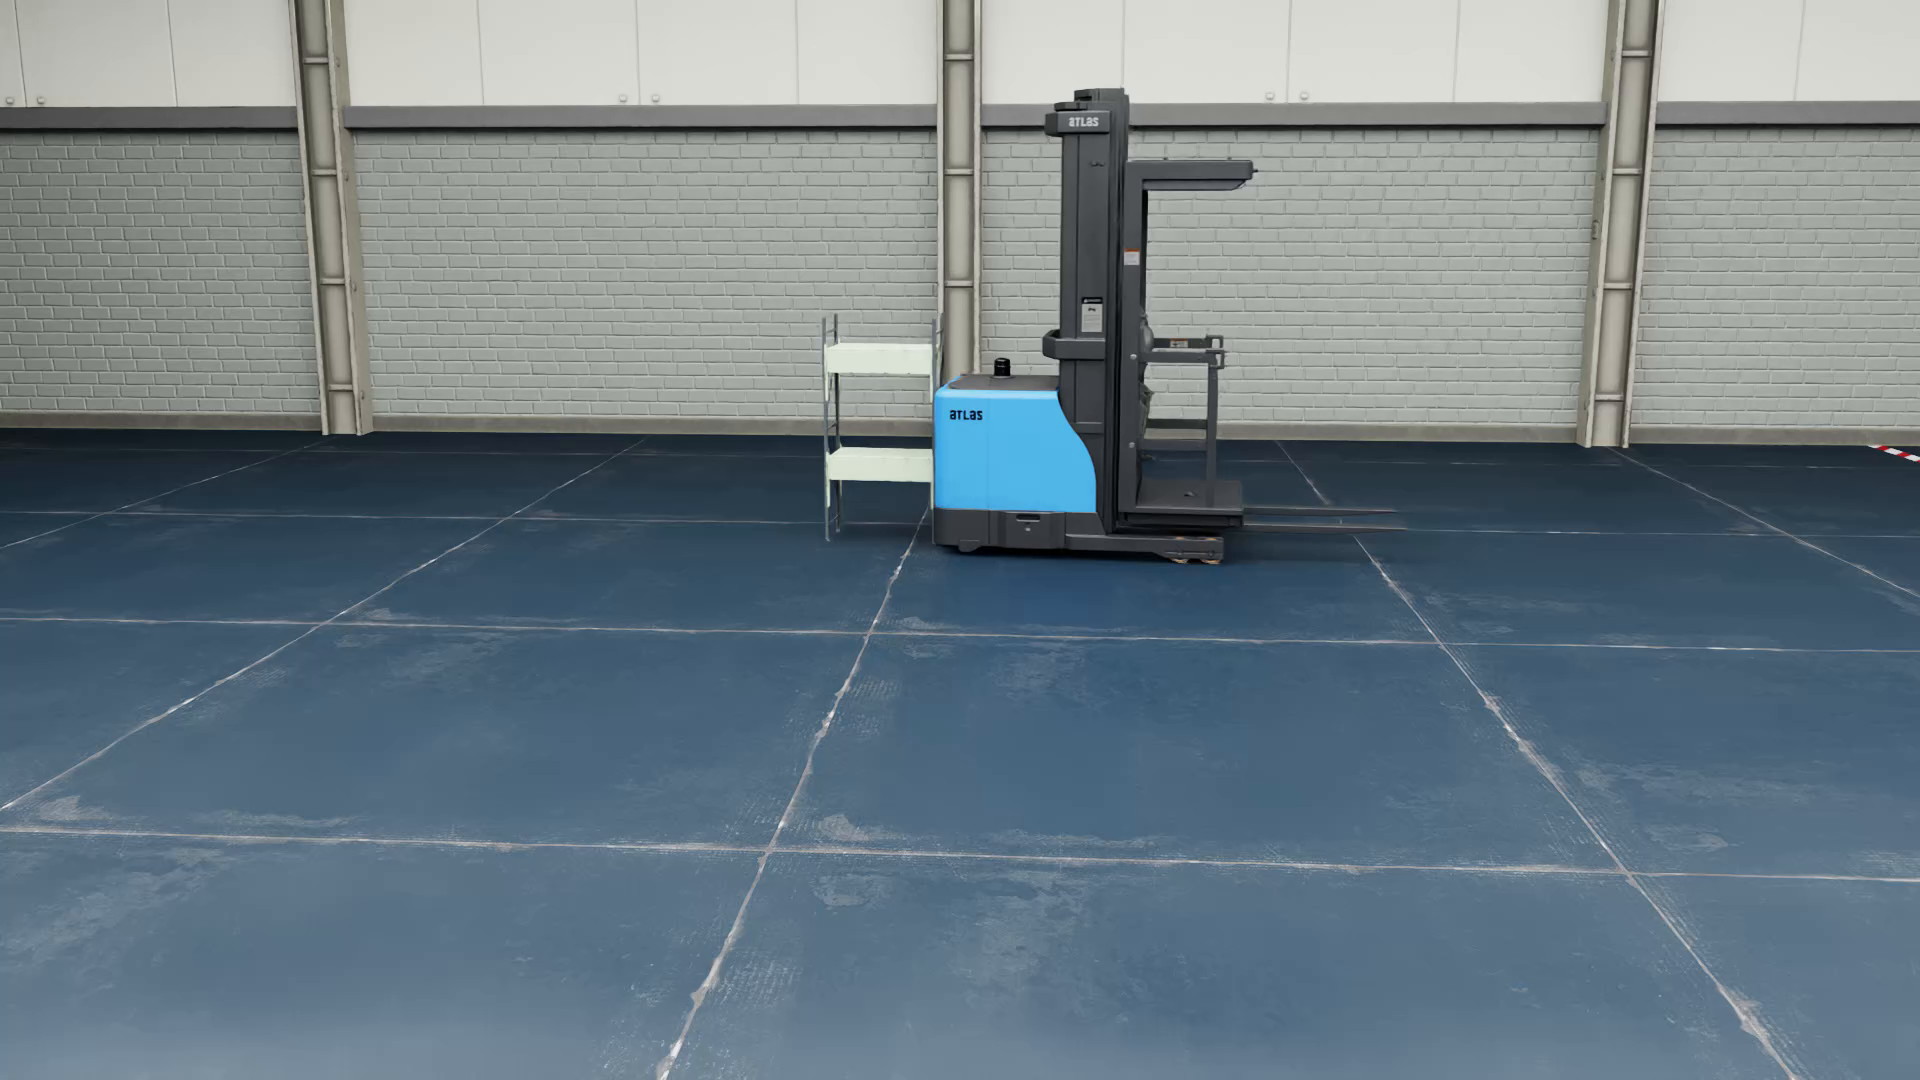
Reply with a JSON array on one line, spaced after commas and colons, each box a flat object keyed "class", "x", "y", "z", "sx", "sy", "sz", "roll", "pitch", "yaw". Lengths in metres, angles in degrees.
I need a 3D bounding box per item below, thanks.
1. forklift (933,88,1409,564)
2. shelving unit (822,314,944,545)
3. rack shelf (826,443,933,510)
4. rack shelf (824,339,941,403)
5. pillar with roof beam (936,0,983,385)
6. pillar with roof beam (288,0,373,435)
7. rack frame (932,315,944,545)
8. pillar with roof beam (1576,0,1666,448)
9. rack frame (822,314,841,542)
[{"class": "forklift", "x": 1.385, "y": -1.396, "z": 10.784, "sx": 3.031, "sy": 2.935, "sz": 1.130, "roll": 2, "pitch": 12, "yaw": 8}, {"class": "shelving unit", "x": -0.507, "y": -0.754, "z": 11.208, "sx": 0.755, "sy": 1.500, "sz": 0.431, "roll": 2, "pitch": 12, "yaw": 8}, {"class": "rack shelf", "x": -0.507, "y": -0.434, "z": 11.274, "sx": 0.720, "sy": 0.370, "sz": 0.431, "roll": 2, "pitch": 12, "yaw": 8}, {"class": "rack shelf", "x": -0.507, "y": -1.136, "z": 11.128, "sx": 0.720, "sy": 0.370, "sz": 0.431, "roll": 2, "pitch": 12, "yaw": 8}, {"class": "pillar with roof beam", "x": -0.291, "y": -4.494, "z": 10.773, "sx": 0.400, "sy": 9.000, "sz": 9.100, "roll": 1, "pitch": 12, "yaw": 4}, {"class": "pillar with roof beam", "x": -6.277, "y": -4.576, "z": 11.166, "sx": 0.400, "sy": 9.000, "sz": 9.100, "roll": 1, "pitch": 12, "yaw": 4}, {"class": "rack frame", "x": -0.144, "y": -0.743, "z": 11.157, "sx": 0.023, "sy": 1.500, "sz": 0.400, "roll": 2, "pitch": 12, "yaw": 8}, {"class": "pillar with roof beam", "x": 5.696, "y": -4.412, "z": 10.381, "sx": 0.400, "sy": 9.000, "sz": 9.100, "roll": 1, "pitch": 12, "yaw": 4}, {"class": "rack frame", "x": -0.869, "y": -0.764, "z": 11.258, "sx": 0.023, "sy": 1.500, "sz": 0.400, "roll": 2, "pitch": 12, "yaw": 8}]
